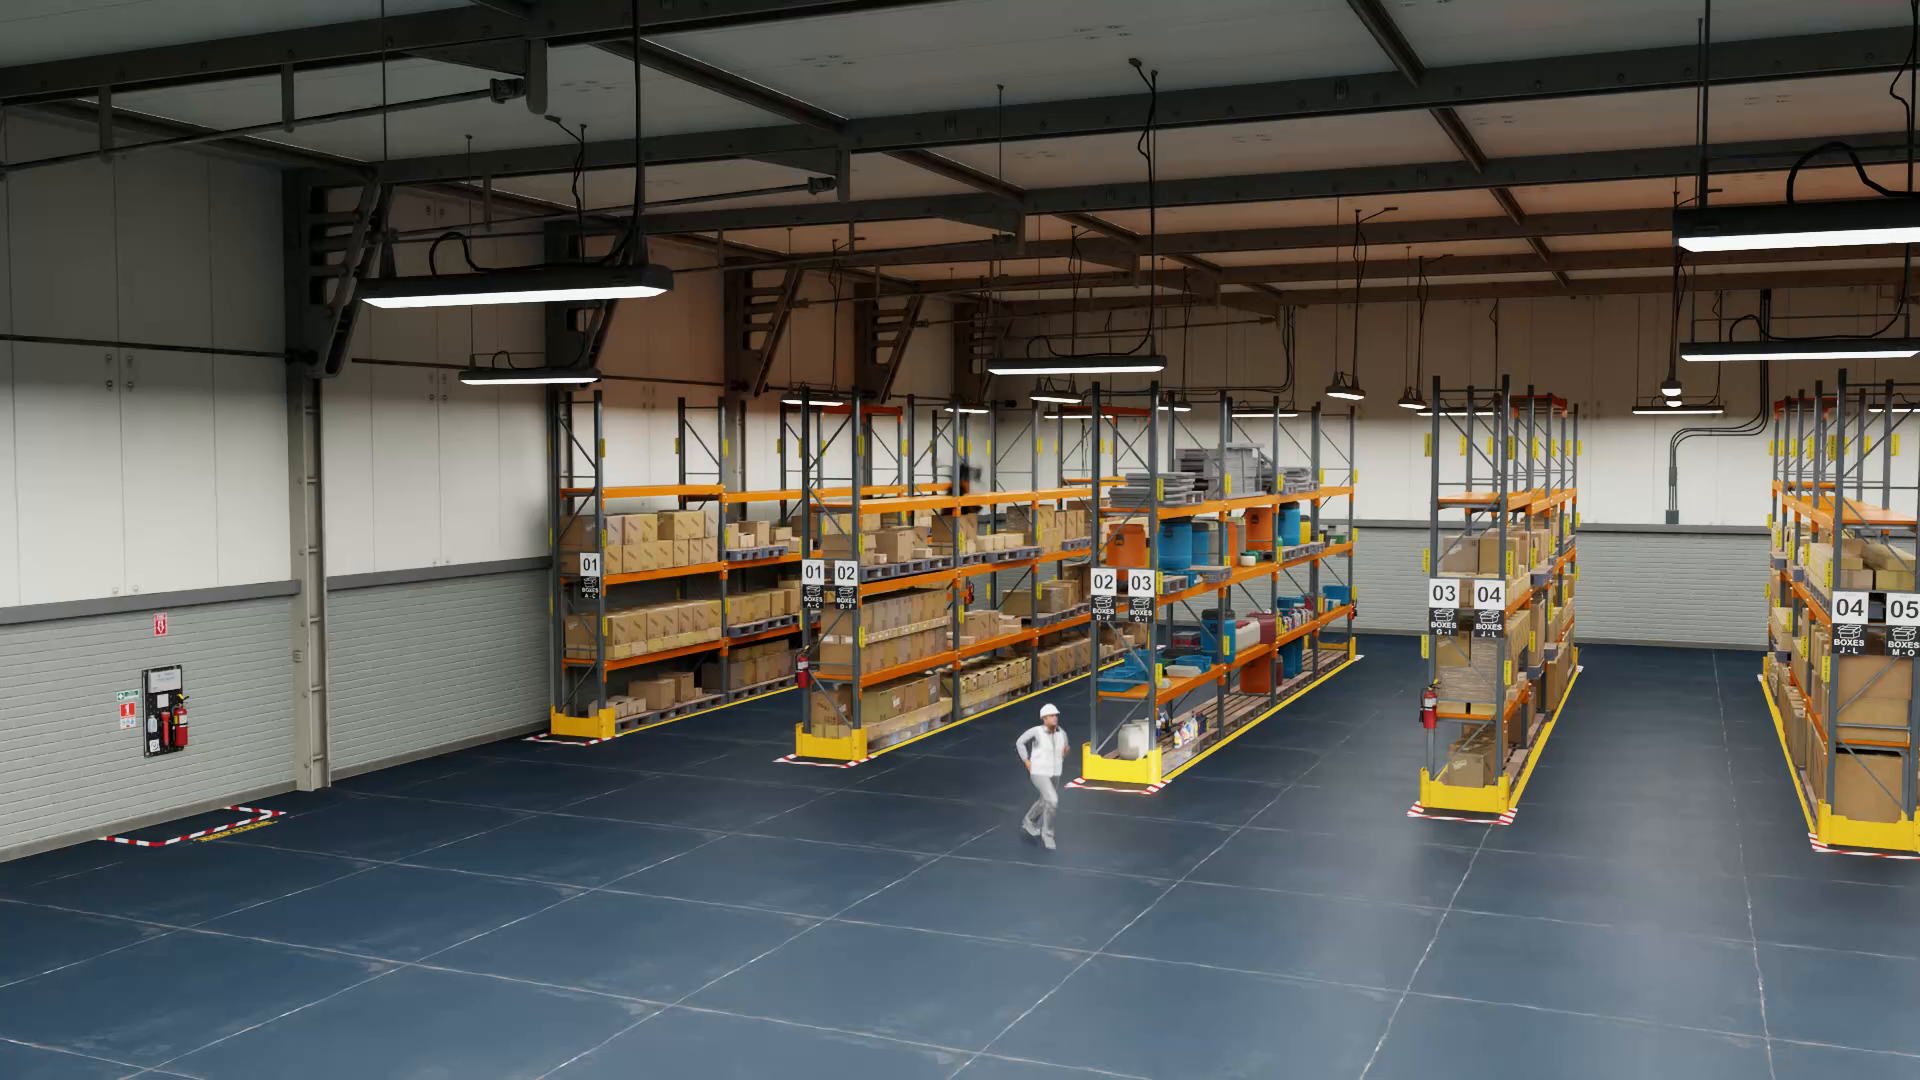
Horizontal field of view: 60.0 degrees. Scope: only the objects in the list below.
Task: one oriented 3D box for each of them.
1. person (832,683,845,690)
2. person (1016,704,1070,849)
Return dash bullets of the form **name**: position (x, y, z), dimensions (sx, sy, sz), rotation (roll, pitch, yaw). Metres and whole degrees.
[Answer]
- **person**: position (-2.245, 2.341, 31.750), dimensions (0.715, 1.735, 0.826), rotation (1, 3, 12)
- **person**: position (1.067, 2.978, 21.039), dimensions (0.633, 1.832, 0.814), rotation (-2, 4, -37)
